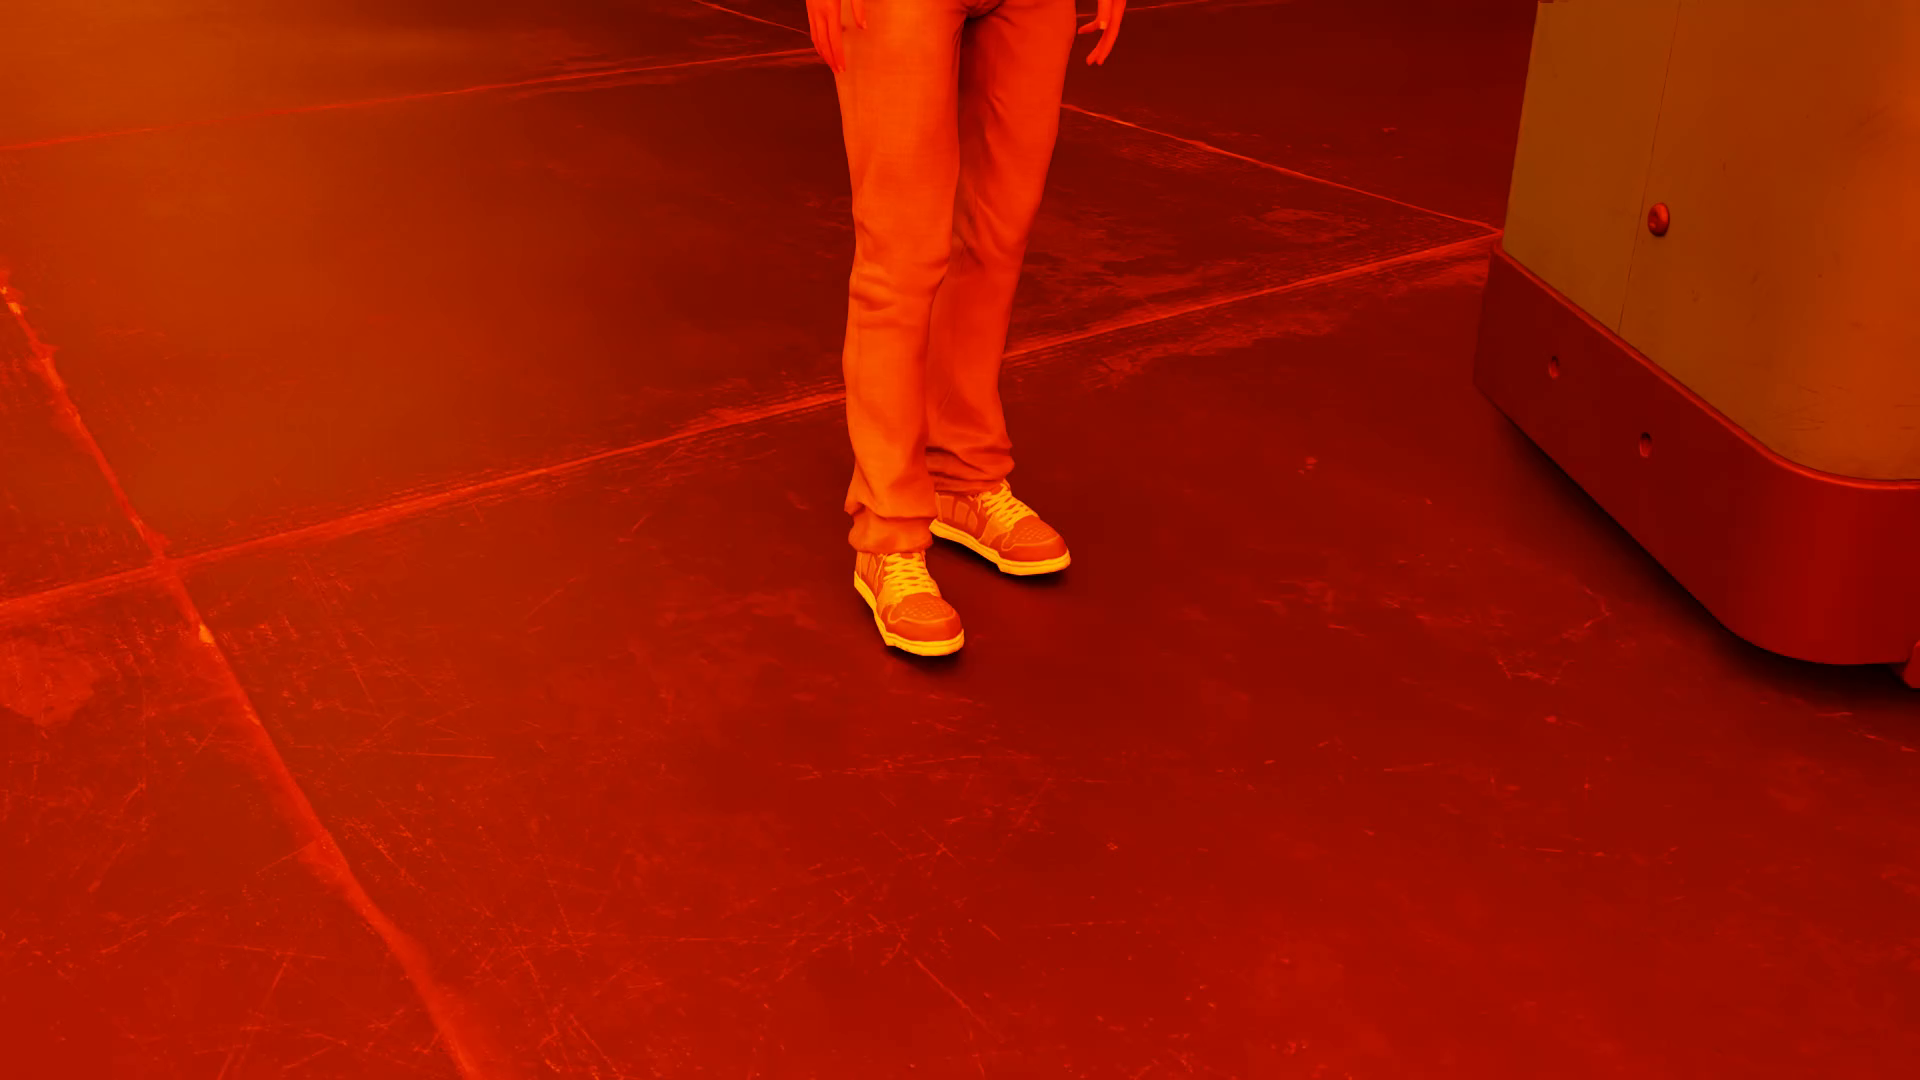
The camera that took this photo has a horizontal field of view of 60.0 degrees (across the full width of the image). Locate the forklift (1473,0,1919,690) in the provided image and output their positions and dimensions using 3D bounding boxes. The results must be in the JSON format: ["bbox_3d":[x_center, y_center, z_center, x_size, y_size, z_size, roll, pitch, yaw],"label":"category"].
[{"bbox_3d":[2.439,-1.389,2.001,3.031,2.935,1.130,-3,27,-5],"label":"forklift"}]

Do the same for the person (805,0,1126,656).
[{"bbox_3d":[0.030,-0.688,2.078,0.519,1.594,0.474,-17,31,-31],"label":"person"}]
